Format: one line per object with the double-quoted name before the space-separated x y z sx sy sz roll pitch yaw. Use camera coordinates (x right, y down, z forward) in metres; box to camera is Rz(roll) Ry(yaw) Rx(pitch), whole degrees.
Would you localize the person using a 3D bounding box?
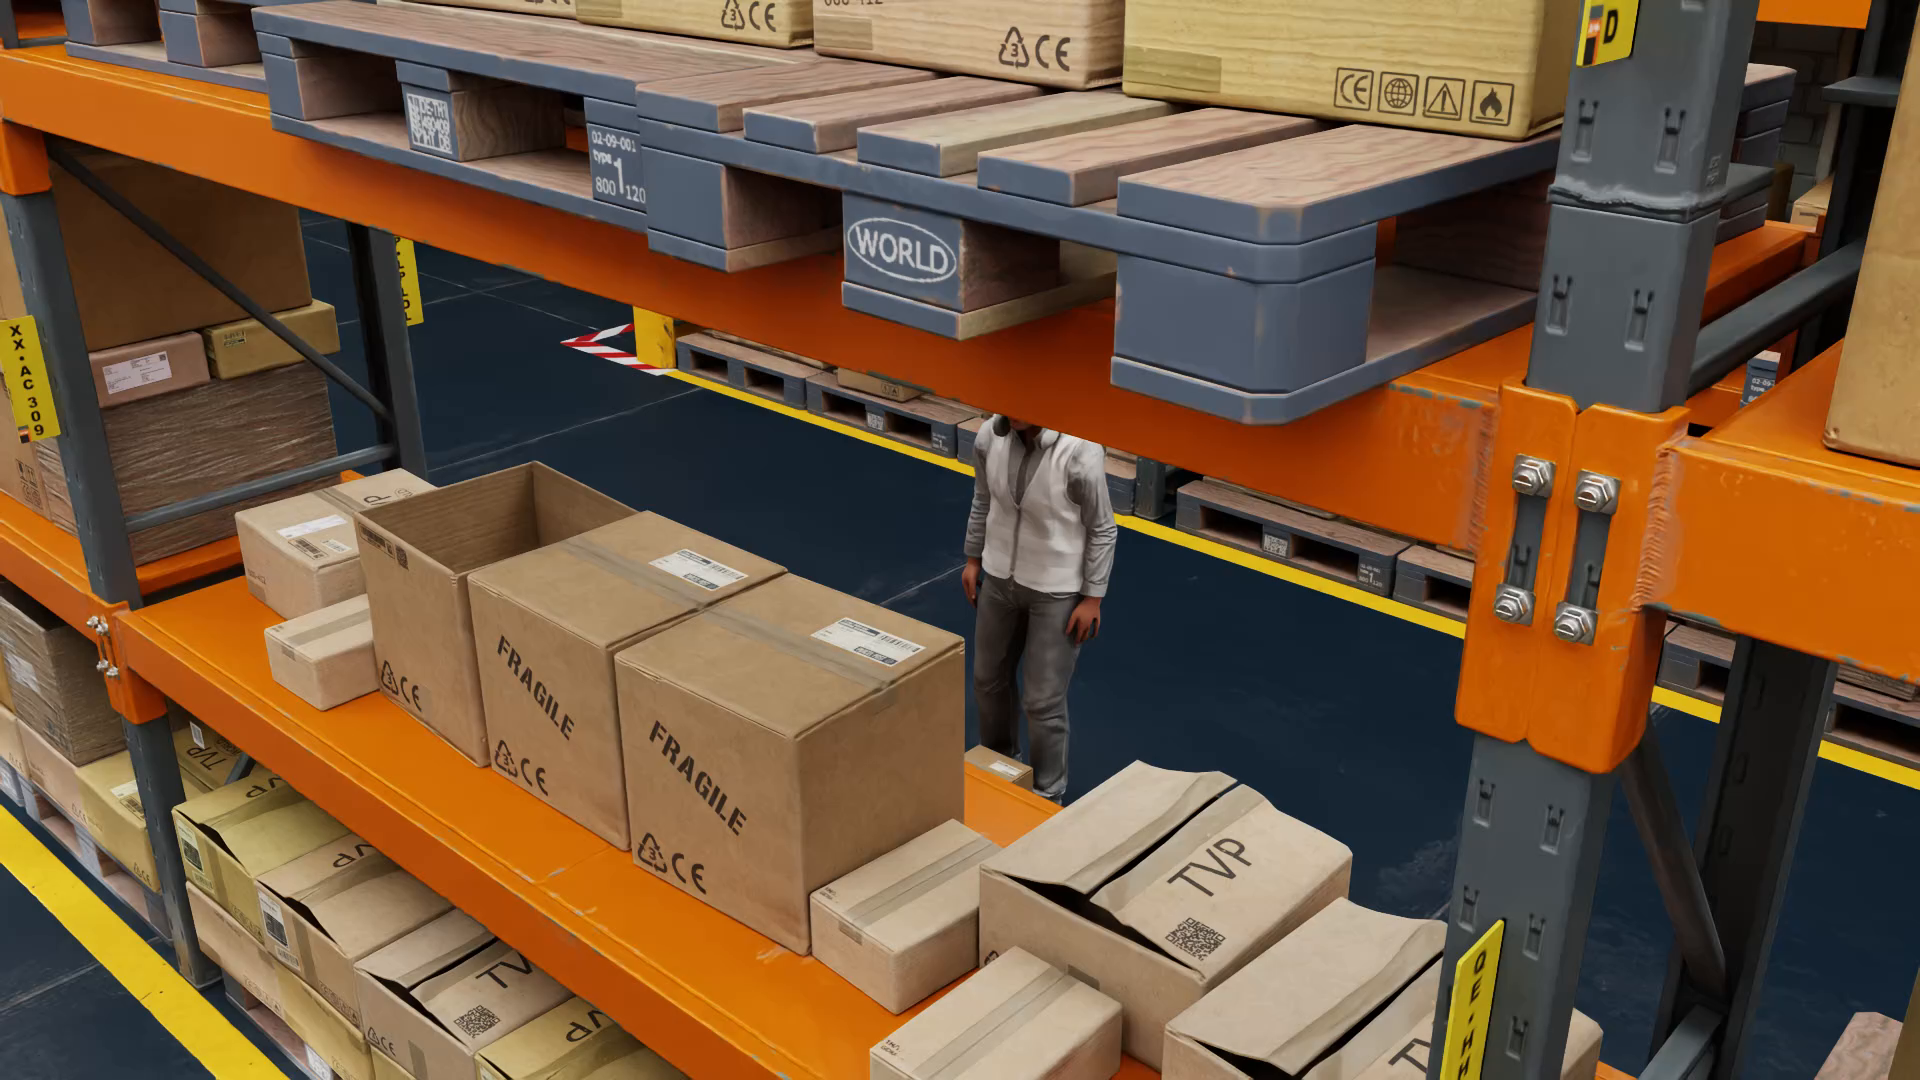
"person" 0.252 0.145 5.742 0.580 1.769 0.476 18 30 35
